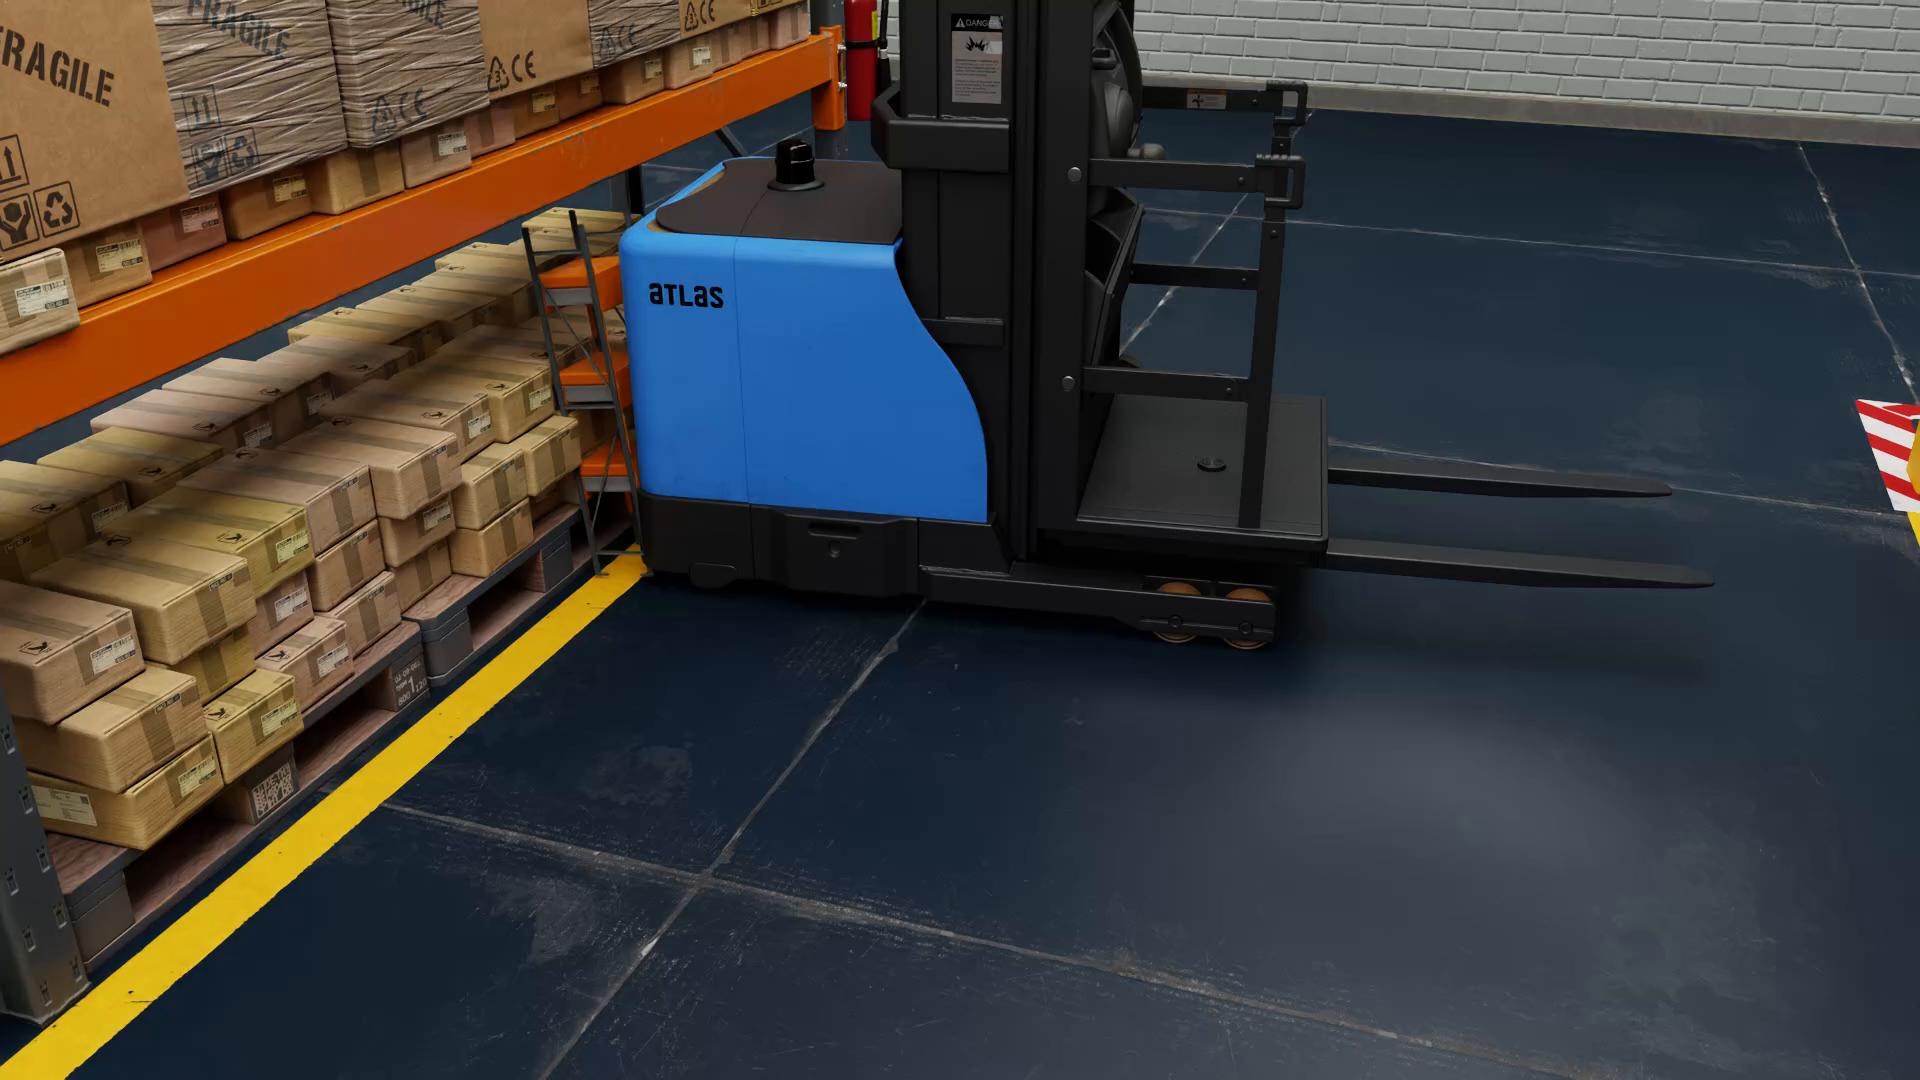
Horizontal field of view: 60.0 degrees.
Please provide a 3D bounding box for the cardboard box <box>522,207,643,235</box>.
[{"bbox_3d":[-1.414,-1.139,6.267,0.380,0.149,0.250,8,27,15],"label":"cardboard box"}]

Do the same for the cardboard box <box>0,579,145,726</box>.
[{"bbox_3d":[-1.940,0.227,3.445,0.380,0.149,0.250,10,28,20],"label":"cardboard box"}]

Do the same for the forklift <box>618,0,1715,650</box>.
[{"bbox_3d":[0.616,-1.267,4.504,3.031,2.935,1.130,5,26,10],"label":"forklift"}]

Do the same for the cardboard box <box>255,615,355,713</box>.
[{"bbox_3d":[-1.704,0.285,4.010,0.380,0.149,0.250,9,27,17],"label":"cardboard box"}]

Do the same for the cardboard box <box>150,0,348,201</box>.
[{"bbox_3d":[-1.690,-1.038,3.495,0.500,0.500,0.500,9,27,17],"label":"cardboard box"}]

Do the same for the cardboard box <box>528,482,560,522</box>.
[{"bbox_3d":[-1.417,-0.154,4.916,0.380,0.149,0.250,10,27,19],"label":"cardboard box"}]

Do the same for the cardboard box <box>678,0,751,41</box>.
[{"bbox_3d":[-1.002,-1.877,5.229,0.500,0.500,0.500,8,27,17],"label":"cardboard box"}]

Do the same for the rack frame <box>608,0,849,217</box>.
[{"bbox_3d":[-0.919,-2.131,6.210,1.000,3.000,0.127,9,27,17],"label":"rack frame"}]

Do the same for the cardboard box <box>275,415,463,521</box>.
[{"bbox_3d":[-1.528,-0.191,4.310,0.380,0.149,0.250,9,27,19],"label":"cardboard box"}]

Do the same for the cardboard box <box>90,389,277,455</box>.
[{"bbox_3d":[-2.091,-0.279,4.491,0.380,0.149,0.250,7,27,15],"label":"cardboard box"}]

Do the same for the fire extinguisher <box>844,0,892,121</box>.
[{"bbox_3d":[-0.400,-1.965,6.383,0.296,0.674,0.183,9,27,17],"label":"fire extinguisher"}]

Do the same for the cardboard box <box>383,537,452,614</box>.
[{"bbox_3d":[-1.610,0.058,4.479,0.380,0.149,0.250,8,27,15],"label":"cardboard box"}]

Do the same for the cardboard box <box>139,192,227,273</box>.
[{"bbox_3d":[-1.792,-0.677,3.495,0.380,0.149,0.250,8,27,15],"label":"cardboard box"}]

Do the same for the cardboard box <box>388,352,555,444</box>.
[{"bbox_3d":[-1.396,-0.411,4.764,0.380,0.149,0.250,9,27,18],"label":"cardboard box"}]

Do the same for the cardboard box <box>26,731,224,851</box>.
[{"bbox_3d":[-1.826,0.504,3.557,0.380,0.149,0.250,8,27,15],"label":"cardboard box"}]

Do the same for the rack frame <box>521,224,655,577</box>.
[{"bbox_3d":[-1.065,-0.381,4.786,0.200,1.050,0.008,1,22,21],"label":"rack frame"}]

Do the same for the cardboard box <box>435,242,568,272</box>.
[{"bbox_3d":[-1.597,-0.923,5.821,0.380,0.149,0.250,9,27,17],"label":"cardboard box"}]

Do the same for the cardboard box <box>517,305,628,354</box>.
[{"bbox_3d":[-1.143,-0.615,5.185,0.380,0.149,0.250,10,28,19],"label":"cardboard box"}]

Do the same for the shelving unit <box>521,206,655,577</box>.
[{"bbox_3d":[-1.024,-0.427,4.892,0.215,1.050,0.252,1,22,21],"label":"shelving unit"}]

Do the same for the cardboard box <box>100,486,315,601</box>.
[{"bbox_3d":[-1.755,0.012,3.890,0.380,0.149,0.250,8,27,17],"label":"cardboard box"}]

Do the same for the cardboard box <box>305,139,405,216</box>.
[{"bbox_3d":[-1.551,-0.882,3.919,0.380,0.149,0.250,9,27,18],"label":"cardboard box"}]

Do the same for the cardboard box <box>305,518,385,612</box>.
[{"bbox_3d":[-1.689,0.037,4.179,0.380,0.149,0.250,7,27,15],"label":"cardboard box"}]

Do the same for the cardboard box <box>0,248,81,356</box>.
[{"bbox_3d":[-1.847,-0.443,3.012,0.380,0.149,0.250,10,28,19],"label":"cardboard box"}]

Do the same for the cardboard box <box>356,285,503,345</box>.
[{"bbox_3d":[-1.702,-0.697,5.353,0.380,0.149,0.250,10,28,19],"label":"cardboard box"}]

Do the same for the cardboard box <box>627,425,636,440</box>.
[{"bbox_3d":[-1.152,-0.357,5.334,0.380,0.149,0.250,8,27,15],"label":"cardboard box"}]

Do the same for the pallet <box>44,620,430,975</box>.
[{"bbox_3d":[-2.060,0.487,4.003,1.003,0.211,1.213,9,27,17],"label":"pallet"}]

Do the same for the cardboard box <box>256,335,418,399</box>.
[{"bbox_3d":[-1.827,-0.478,4.902,0.380,0.149,0.250,9,27,18],"label":"cardboard box"}]

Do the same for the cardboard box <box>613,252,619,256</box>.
[{"bbox_3d":[-0.994,-0.956,5.888,0.380,0.149,0.250,9,27,18],"label":"cardboard box"}]

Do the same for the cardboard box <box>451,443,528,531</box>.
[{"bbox_3d":[-1.431,-0.167,4.600,0.380,0.149,0.250,9,27,17],"label":"cardboard box"}]

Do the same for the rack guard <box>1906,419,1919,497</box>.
[{"bbox_3d":[3.790,-0.340,5.378,1.175,0.500,0.348,9,27,17],"label":"rack guard"}]

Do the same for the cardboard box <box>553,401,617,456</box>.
[{"bbox_3d":[-1.260,-0.381,5.044,0.380,0.149,0.250,10,28,20],"label":"cardboard box"}]

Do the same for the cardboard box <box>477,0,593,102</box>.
[{"bbox_3d":[-1.338,-1.464,4.375,0.500,0.500,0.500,10,28,20],"label":"cardboard box"}]

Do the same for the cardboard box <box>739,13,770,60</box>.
[{"bbox_3d":[-0.879,-1.746,5.703,0.380,0.149,0.250,9,27,17],"label":"cardboard box"}]

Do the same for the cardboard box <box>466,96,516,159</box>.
[{"bbox_3d":[-1.410,-1.108,4.385,0.380,0.149,0.250,10,28,19],"label":"cardboard box"}]

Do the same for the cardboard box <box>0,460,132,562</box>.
[{"bbox_3d":[-2.254,-0.059,4.037,0.380,0.149,0.250,8,27,17],"label":"cardboard box"}]

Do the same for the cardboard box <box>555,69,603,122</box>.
[{"bbox_3d":[-1.273,-1.327,4.836,0.380,0.149,0.250,8,27,15],"label":"cardboard box"}]

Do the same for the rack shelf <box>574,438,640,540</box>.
[{"bbox_3d":[-0.989,-0.159,4.994,0.215,0.259,0.240,1,22,21],"label":"rack shelf"}]

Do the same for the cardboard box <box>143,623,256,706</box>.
[{"bbox_3d":[-1.828,0.253,3.733,0.380,0.149,0.250,9,27,18],"label":"cardboard box"}]

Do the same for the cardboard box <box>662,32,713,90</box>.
[{"bbox_3d":[-1.011,-1.533,5.262,0.380,0.149,0.250,9,27,19],"label":"cardboard box"}]
